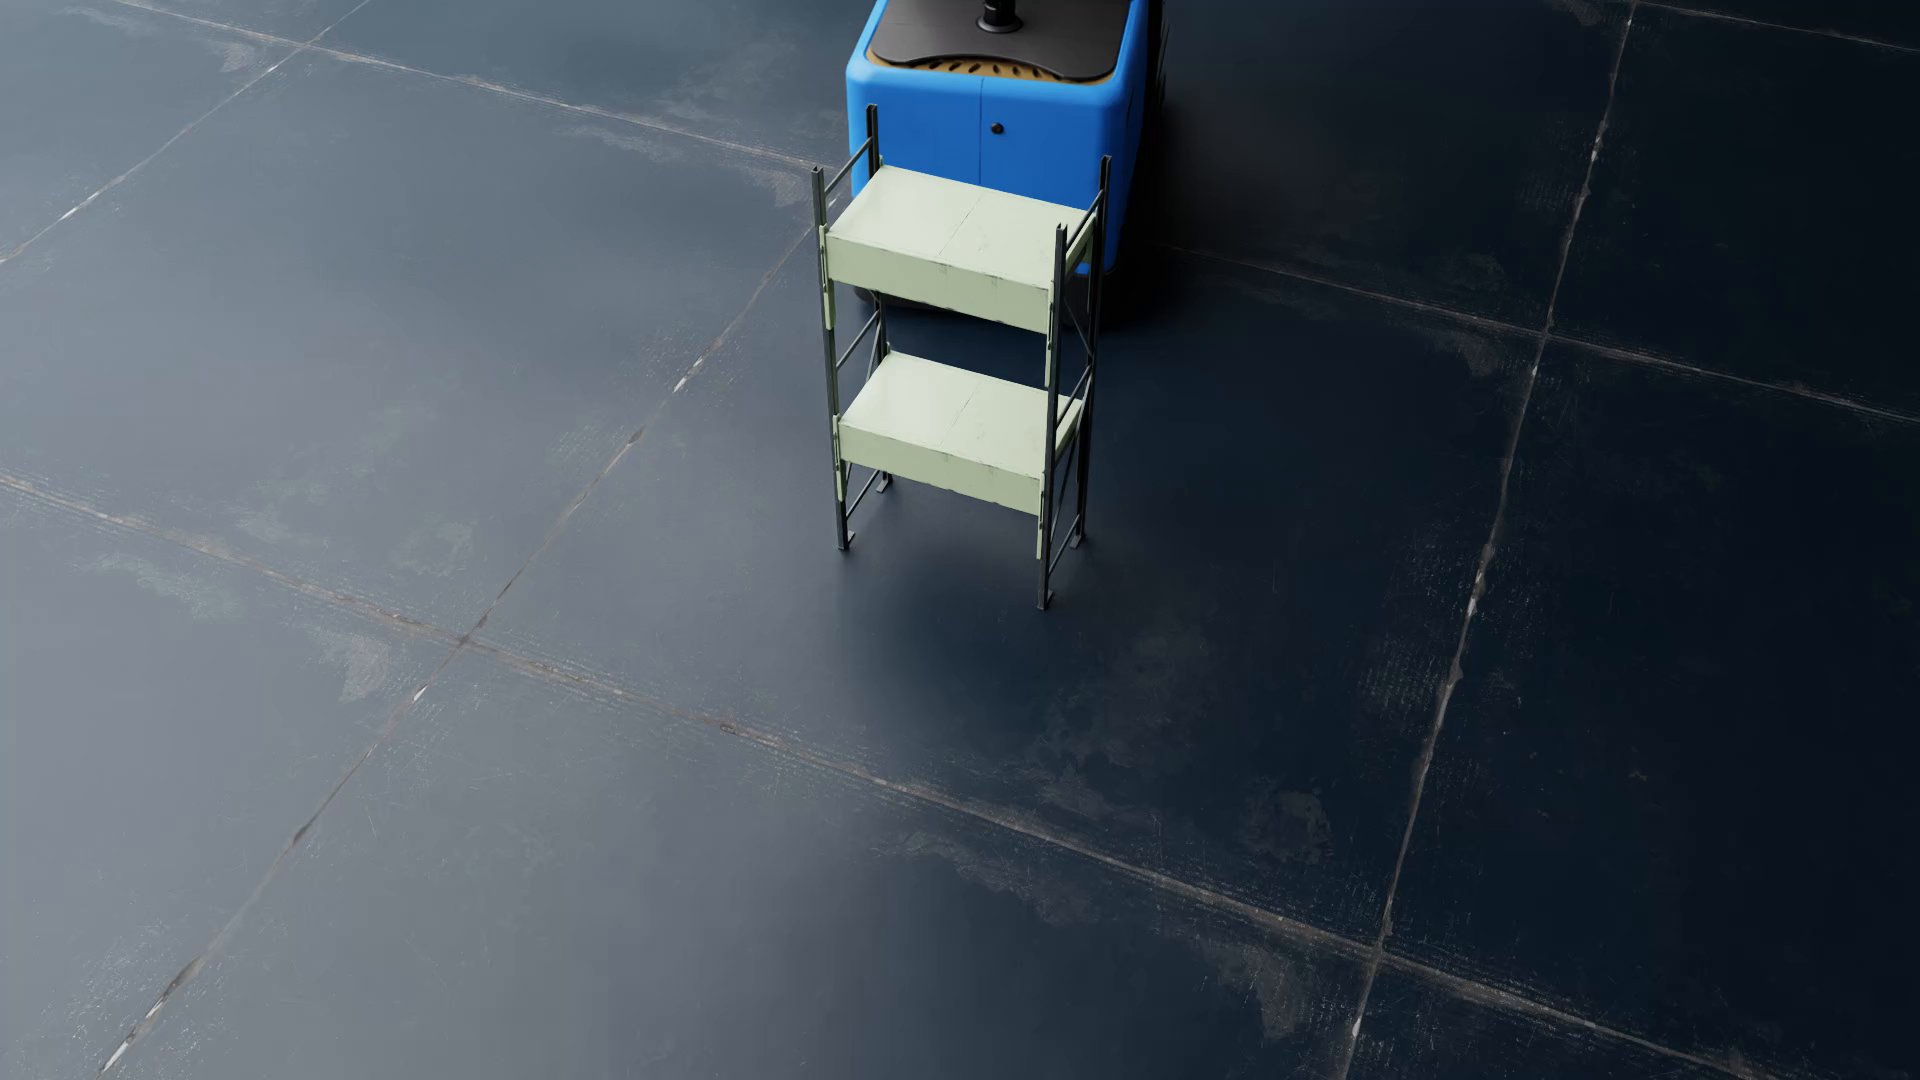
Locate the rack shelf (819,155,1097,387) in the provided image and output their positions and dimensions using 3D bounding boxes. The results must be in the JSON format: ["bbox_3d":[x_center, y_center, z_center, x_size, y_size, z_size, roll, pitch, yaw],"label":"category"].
[{"bbox_3d":[0.006,-0.807,4.944,0.720,0.370,0.431,16,47,16],"label":"rack shelf"}]

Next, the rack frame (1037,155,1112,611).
[{"bbox_3d":[0.344,-0.430,5.119,0.023,1.500,0.400,16,47,16],"label":"rack frame"}]

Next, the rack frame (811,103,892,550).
[{"bbox_3d":[-0.332,-0.629,5.319,0.023,1.500,0.400,16,47,16],"label":"rack frame"}]

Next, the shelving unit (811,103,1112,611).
[{"bbox_3d":[0.006,-0.530,5.219,0.755,1.500,0.431,16,47,16],"label":"shelving unit"}]

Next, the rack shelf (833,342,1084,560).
[{"bbox_3d":[0.006,-0.299,5.449,0.720,0.370,0.431,16,47,16],"label":"rack shelf"}]

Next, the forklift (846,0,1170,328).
[{"bbox_3d":[0.347,-2.920,6.607,1.130,2.935,3.031,7,45,7],"label":"forklift"}]
